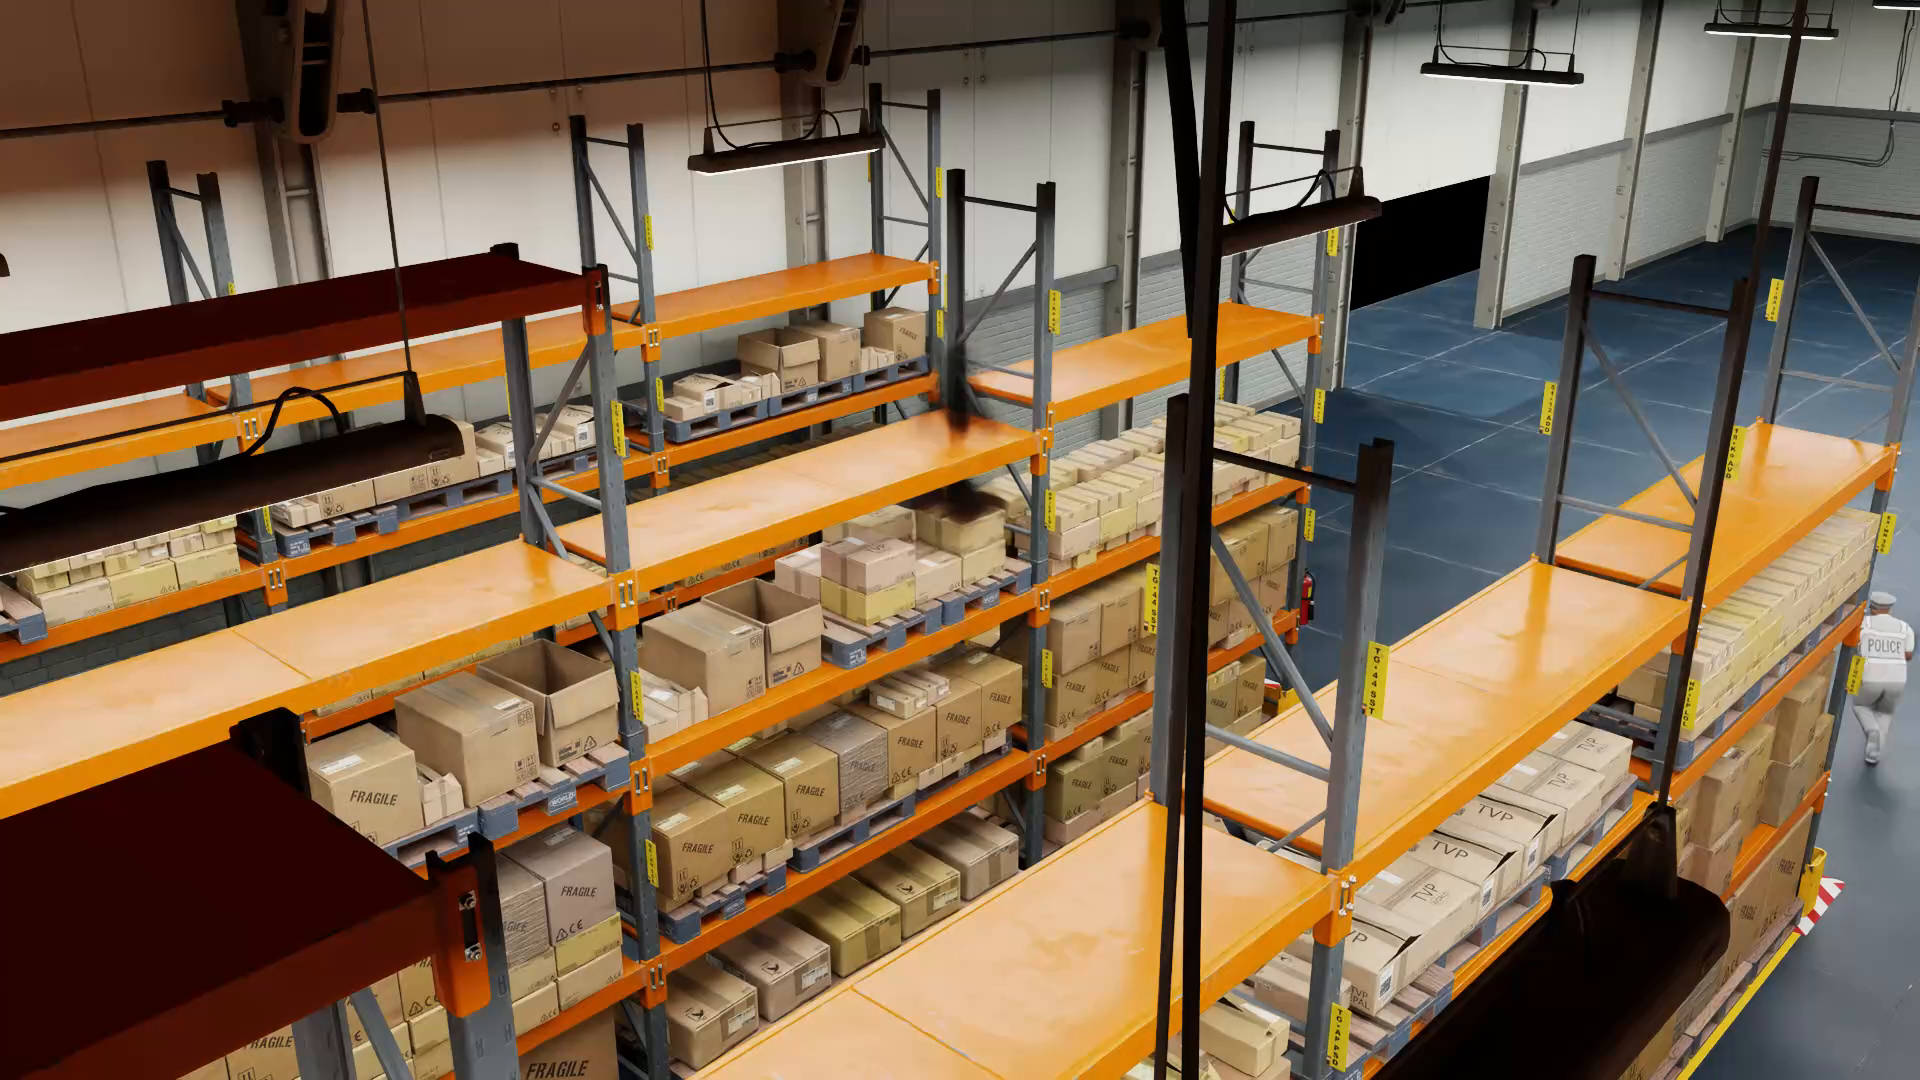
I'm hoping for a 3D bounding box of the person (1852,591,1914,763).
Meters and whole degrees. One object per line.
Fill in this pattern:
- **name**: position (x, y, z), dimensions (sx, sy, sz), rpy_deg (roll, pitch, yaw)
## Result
- **person**: position (8.977, 1.358, 16.383), dimensions (0.692, 1.563, 0.844), rpy_deg (4, 22, 11)
